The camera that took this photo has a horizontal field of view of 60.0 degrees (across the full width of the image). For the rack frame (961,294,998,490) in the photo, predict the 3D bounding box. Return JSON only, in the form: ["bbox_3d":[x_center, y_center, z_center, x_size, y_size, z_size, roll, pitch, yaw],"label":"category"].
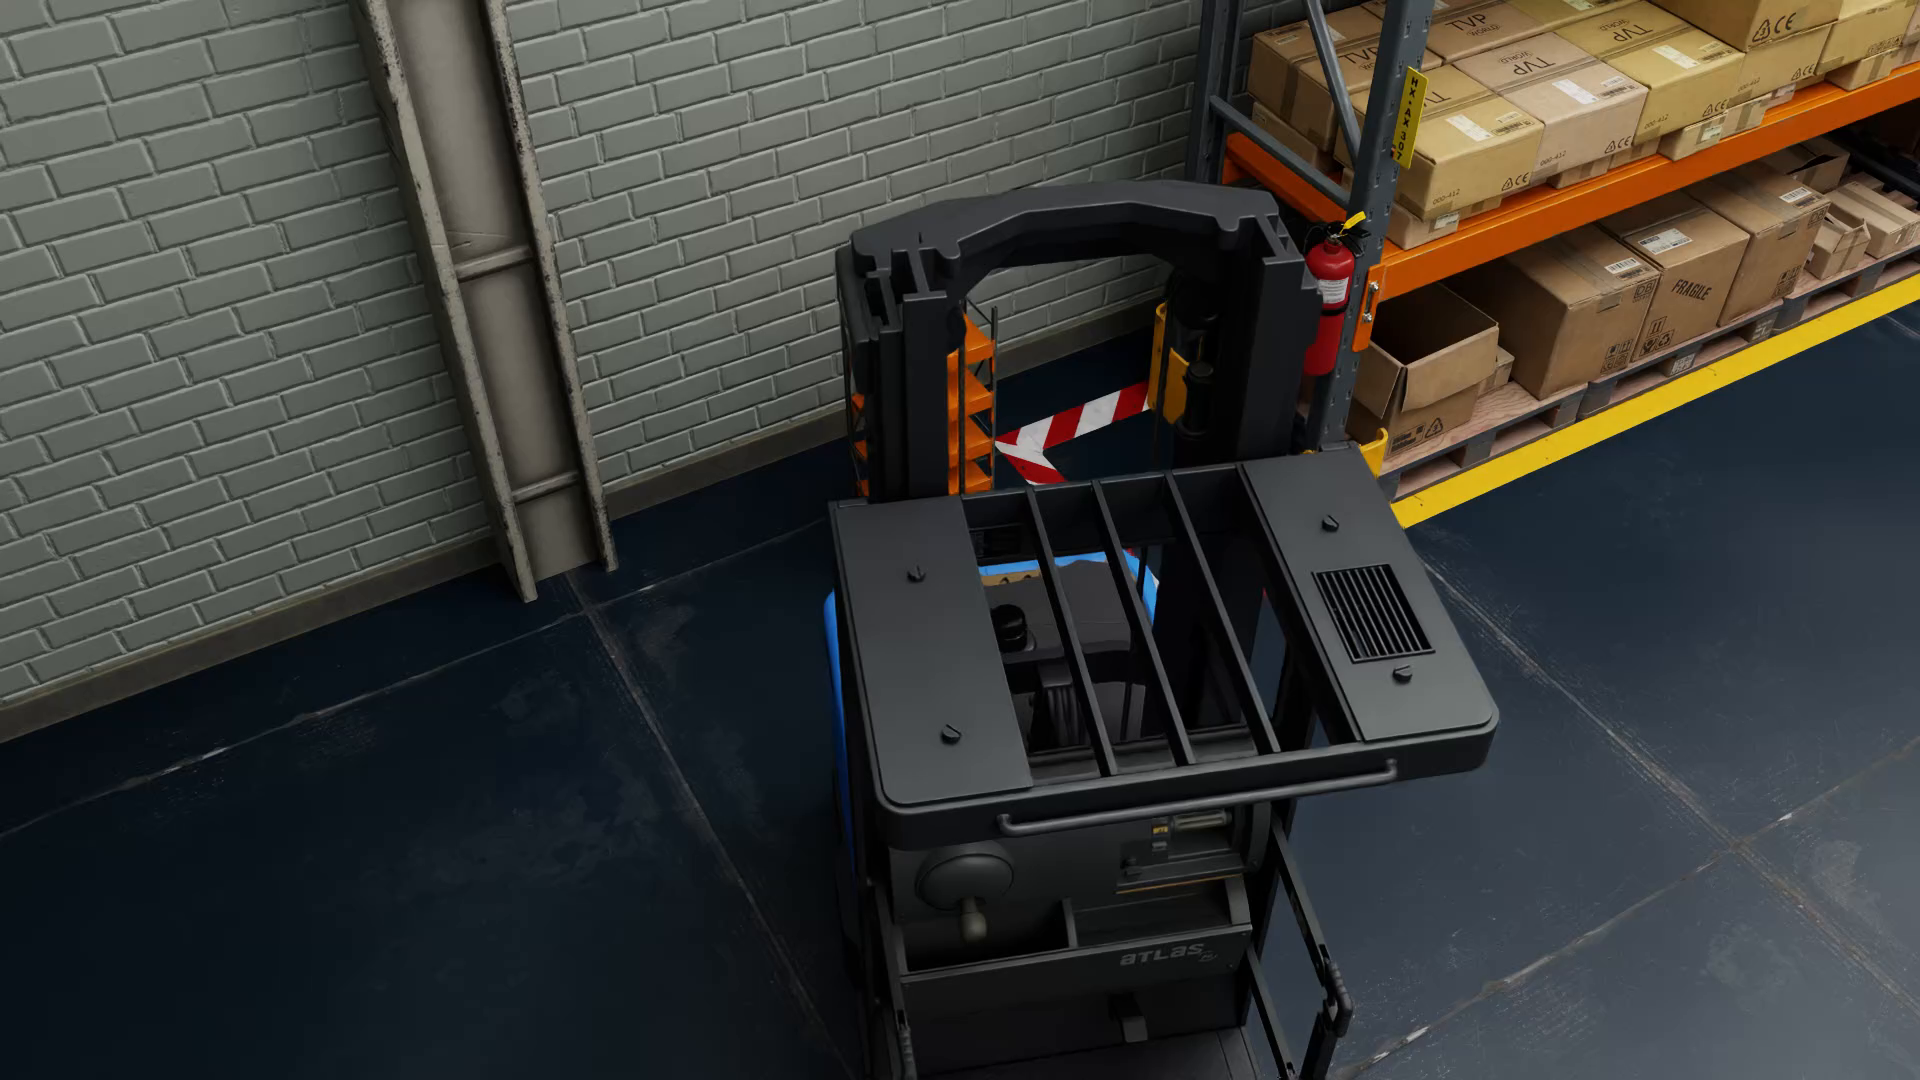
[{"bbox_3d":[0.068,-0.458,6.360,0.015,1.200,0.240,-22,48,-21],"label":"rack frame"}]

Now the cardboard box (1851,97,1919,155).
[{"bbox_3d":[4.926,-2.372,8.533,0.500,0.500,0.500,-22,48,-21],"label":"cardboard box"}]

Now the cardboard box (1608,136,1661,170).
[{"bbox_3d":[2.486,-1.614,6.440,0.250,0.149,0.380,-21,48,-20],"label":"cardboard box"}]

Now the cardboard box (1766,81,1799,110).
[{"bbox_3d":[3.150,-1.891,6.725,0.250,0.149,0.380,-22,48,-21],"label":"cardboard box"}]

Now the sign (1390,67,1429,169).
[{"bbox_3d":[1.450,-1.364,5.380,0.005,0.325,0.100,-22,48,-21],"label":"sign"}]

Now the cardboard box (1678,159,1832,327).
[{"bbox_3d":[3.418,-1.423,7.556,0.500,0.500,0.700,-24,49,-22],"label":"cardboard box"}]

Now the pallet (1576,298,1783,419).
[{"bbox_3d":[2.993,-1.104,7.737,1.213,0.211,1.003,-22,48,-21],"label":"pallet"}]

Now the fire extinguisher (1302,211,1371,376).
[{"bbox_3d":[1.282,-0.890,5.836,0.183,0.674,0.296,-22,48,-21],"label":"fire extinguisher"}]

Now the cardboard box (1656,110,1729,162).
[{"bbox_3d":[2.743,-1.656,6.483,0.250,0.149,0.380,-23,49,-22],"label":"cardboard box"}]

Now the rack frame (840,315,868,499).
[{"bbox_3d":[-0.355,-0.288,6.186,0.015,1.200,0.240,-22,48,-21],"label":"rack frame"}]

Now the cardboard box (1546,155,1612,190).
[{"bbox_3d":[2.259,-1.518,6.341,0.250,0.149,0.380,-20,48,-20],"label":"cardboard box"}]

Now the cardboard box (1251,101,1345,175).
[{"bbox_3d":[1.333,-1.568,6.392,0.250,0.149,0.380,-22,48,-21],"label":"cardboard box"}]

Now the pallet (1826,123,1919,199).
[{"bbox_3d":[5.334,-2.073,8.735,1.213,0.211,1.003,-22,48,-21],"label":"pallet"}]

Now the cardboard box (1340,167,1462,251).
[{"bbox_3d":[1.601,-1.239,6.054,0.250,0.149,0.380,-22,48,-21],"label":"cardboard box"}]

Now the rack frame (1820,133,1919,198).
[{"bbox_3d":[4.648,-2.769,7.449,0.127,3.000,1.000,-22,48,-21],"label":"rack frame"}]

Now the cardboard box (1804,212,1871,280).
[{"bbox_3d":[4.001,-1.444,7.746,0.258,0.266,0.396,-20,48,-20],"label":"cardboard box"}]

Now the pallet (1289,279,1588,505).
[{"bbox_3d":[1.936,-0.684,7.303,1.213,0.211,1.003,-22,48,-21],"label":"pallet"}]

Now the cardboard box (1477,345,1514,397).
[{"bbox_3d":[2.145,-0.788,7.153,0.250,0.149,0.380,-24,49,-22],"label":"cardboard box"}]

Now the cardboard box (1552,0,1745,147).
[{"bbox_3d":[2.582,-1.782,6.326,0.500,0.250,0.500,-23,49,-22],"label":"cardboard box"}]

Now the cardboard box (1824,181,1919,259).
[{"bbox_3d":[4.311,-1.526,7.914,0.250,0.149,0.380,-23,49,-22],"label":"cardboard box"}]

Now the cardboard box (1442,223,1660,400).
[{"bbox_3d":[2.518,-1.063,7.185,0.500,0.500,0.700,-20,48,-19],"label":"cardboard box"}]

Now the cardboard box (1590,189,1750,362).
[{"bbox_3d":[3.026,-1.186,7.312,0.500,0.500,0.500,-21,48,-20],"label":"cardboard box"}]

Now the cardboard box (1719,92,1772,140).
[{"bbox_3d":[2.961,-1.760,6.590,0.250,0.149,0.380,-21,48,-20],"label":"cardboard box"}]

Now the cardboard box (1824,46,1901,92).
[{"bbox_3d":[3.620,-2.027,6.866,0.250,0.149,0.380,-22,48,-22],"label":"cardboard box"}]

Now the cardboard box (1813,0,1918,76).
[{"bbox_3d":[3.462,-2.150,6.706,0.500,0.250,0.500,-22,48,-21],"label":"cardboard box"}]

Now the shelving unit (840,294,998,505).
[{"bbox_3d":[-0.144,-0.373,6.273,0.503,1.200,0.258,-22,48,-21],"label":"shelving unit"}]

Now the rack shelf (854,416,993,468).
[{"bbox_3d":[-0.144,-0.325,6.320,0.480,0.148,0.258,-22,48,-21],"label":"rack shelf"}]

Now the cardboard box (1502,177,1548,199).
[{"bbox_3d":[2.009,-1.468,6.289,0.250,0.149,0.380,-22,48,-21],"label":"cardboard box"}]

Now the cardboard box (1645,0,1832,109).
[{"bbox_3d":[3.015,-1.972,6.522,0.500,0.250,0.500,-23,49,-22],"label":"cardboard box"}]

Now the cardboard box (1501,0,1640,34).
[{"bbox_3d":[2.325,-2.101,6.655,0.500,0.250,0.500,-20,48,-20],"label":"cardboard box"}]

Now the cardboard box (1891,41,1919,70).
[{"bbox_3d":[3.828,-2.133,6.974,0.250,0.149,0.380,-21,48,-20],"label":"cardboard box"}]

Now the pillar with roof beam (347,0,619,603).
[{"bbox_3d":[0.537,-0.543,0.848,0.400,9.000,9.100,-22,48,-21],"label":"pillar with roof beam"}]

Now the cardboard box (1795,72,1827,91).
[{"bbox_3d":[3.341,-2.005,6.843,0.250,0.149,0.380,-21,48,-20],"label":"cardboard box"}]

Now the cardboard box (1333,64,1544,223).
[{"bbox_3d":[1.707,-1.429,5.963,0.500,0.250,0.500,-22,48,-21],"label":"cardboard box"}]

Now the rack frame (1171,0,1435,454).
[{"bbox_3d":[1.179,-1.381,6.019,0.127,3.000,1.000,-22,48,-21],"label":"rack frame"}]

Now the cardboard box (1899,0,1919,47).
[{"bbox_3d":[3.901,-2.315,6.876,0.500,0.250,0.500,-22,48,-21],"label":"cardboard box"}]

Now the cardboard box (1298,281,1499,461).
[{"bbox_3d":[1.757,-0.791,6.902,0.637,0.503,0.797,-24,49,-22],"label":"cardboard box"}]

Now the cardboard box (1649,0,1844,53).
[{"bbox_3d":[3.007,-2.219,6.238,0.500,0.500,0.500,-21,48,-20],"label":"cardboard box"}]

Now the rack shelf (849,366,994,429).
[{"bbox_3d":[-0.144,-0.485,6.164,0.480,0.148,0.258,-22,48,-21],"label":"rack shelf"}]

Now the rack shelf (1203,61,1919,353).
[{"bbox_3d":[2.914,-1.817,6.985,4.000,0.370,1.077,-22,48,-21],"label":"rack shelf"}]

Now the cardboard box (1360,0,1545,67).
[{"bbox_3d":[1.894,-1.932,6.481,0.500,0.250,0.500,-22,48,-21],"label":"cardboard box"}]

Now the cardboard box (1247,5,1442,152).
[{"bbox_3d":[1.446,-1.754,6.298,0.500,0.250,0.500,-20,48,-20],"label":"cardboard box"}]

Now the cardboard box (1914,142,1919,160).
[{"bbox_3d":[5.179,-2.055,8.207,0.500,0.500,0.500,-20,48,-19],"label":"cardboard box"}]

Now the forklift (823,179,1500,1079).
[{"bbox_3d":[0.326,0.807,3.814,1.130,2.935,3.031,-7,45,-7],"label":"forklift"}]

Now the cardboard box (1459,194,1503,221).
[{"bbox_3d":[1.799,-1.356,6.173,0.250,0.149,0.380,-21,48,-20],"label":"cardboard box"}]

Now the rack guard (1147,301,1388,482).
[{"bbox_3d":[1.245,-0.511,6.917,0.348,0.500,1.175,-22,48,-21],"label":"rack guard"}]

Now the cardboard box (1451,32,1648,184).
[{"bbox_3d":[2.144,-1.604,6.143,0.500,0.250,0.500,-21,48,-21],"label":"cardboard box"}]

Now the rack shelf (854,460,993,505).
[{"bbox_3d":[-0.144,-0.182,6.458,0.480,0.148,0.258,-22,48,-21],"label":"rack shelf"}]

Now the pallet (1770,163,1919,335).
[{"bbox_3d":[4.052,-1.531,8.176,1.213,0.211,1.003,-22,48,-21],"label":"pallet"}]

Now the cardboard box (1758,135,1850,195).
[{"bbox_3d":[3.957,-1.868,8.150,0.500,0.311,0.500,-20,48,-20],"label":"cardboard box"}]

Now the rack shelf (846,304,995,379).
[{"bbox_3d":[-0.144,-0.655,5.999,0.480,0.148,0.258,-22,48,-21],"label":"rack shelf"}]
